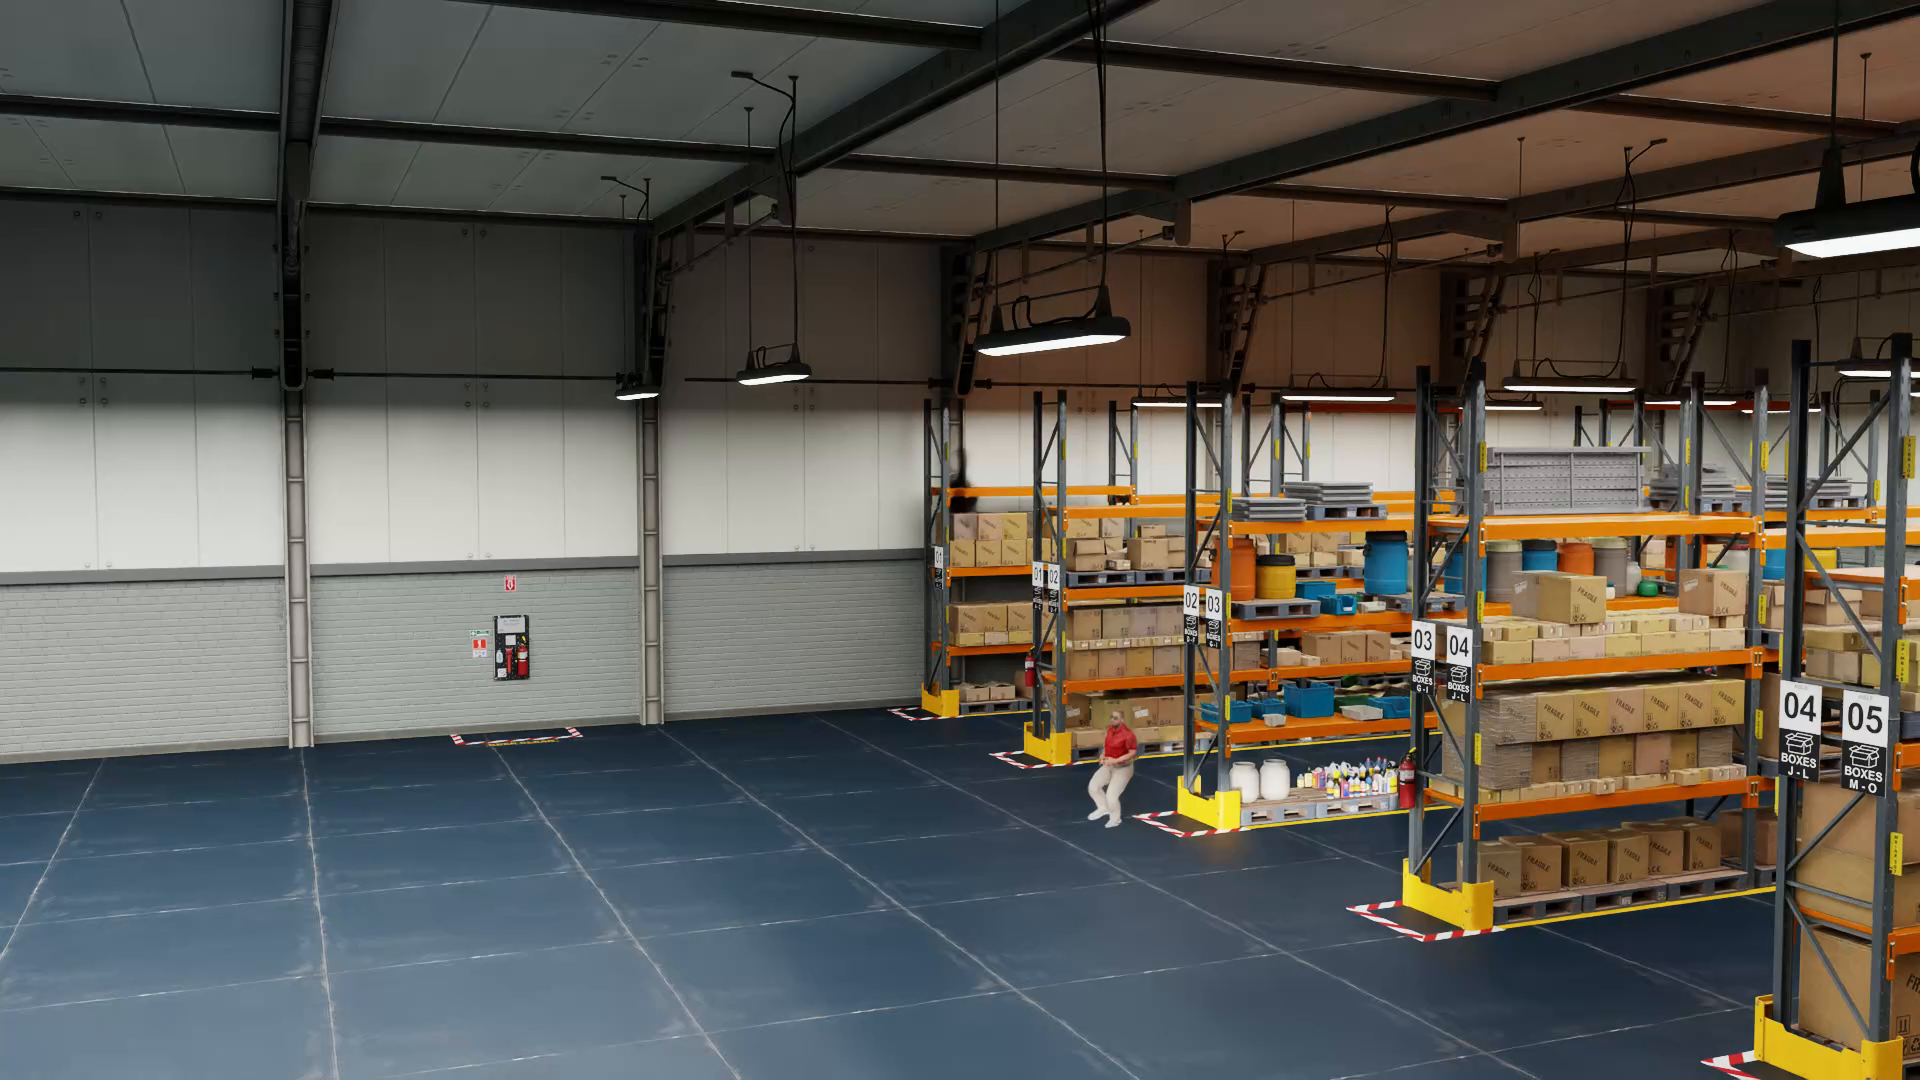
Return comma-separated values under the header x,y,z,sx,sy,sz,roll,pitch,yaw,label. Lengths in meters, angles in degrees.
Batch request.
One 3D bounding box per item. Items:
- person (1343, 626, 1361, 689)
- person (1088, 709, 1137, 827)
x,y,z,sx,sy,sz,roll,pitch,yaw,label
7.543,2.392,31.947,0.773,1.766,0.649,-1,4,-22,person
2.005,3.069,22.231,0.622,1.662,0.866,-3,5,-43,person
